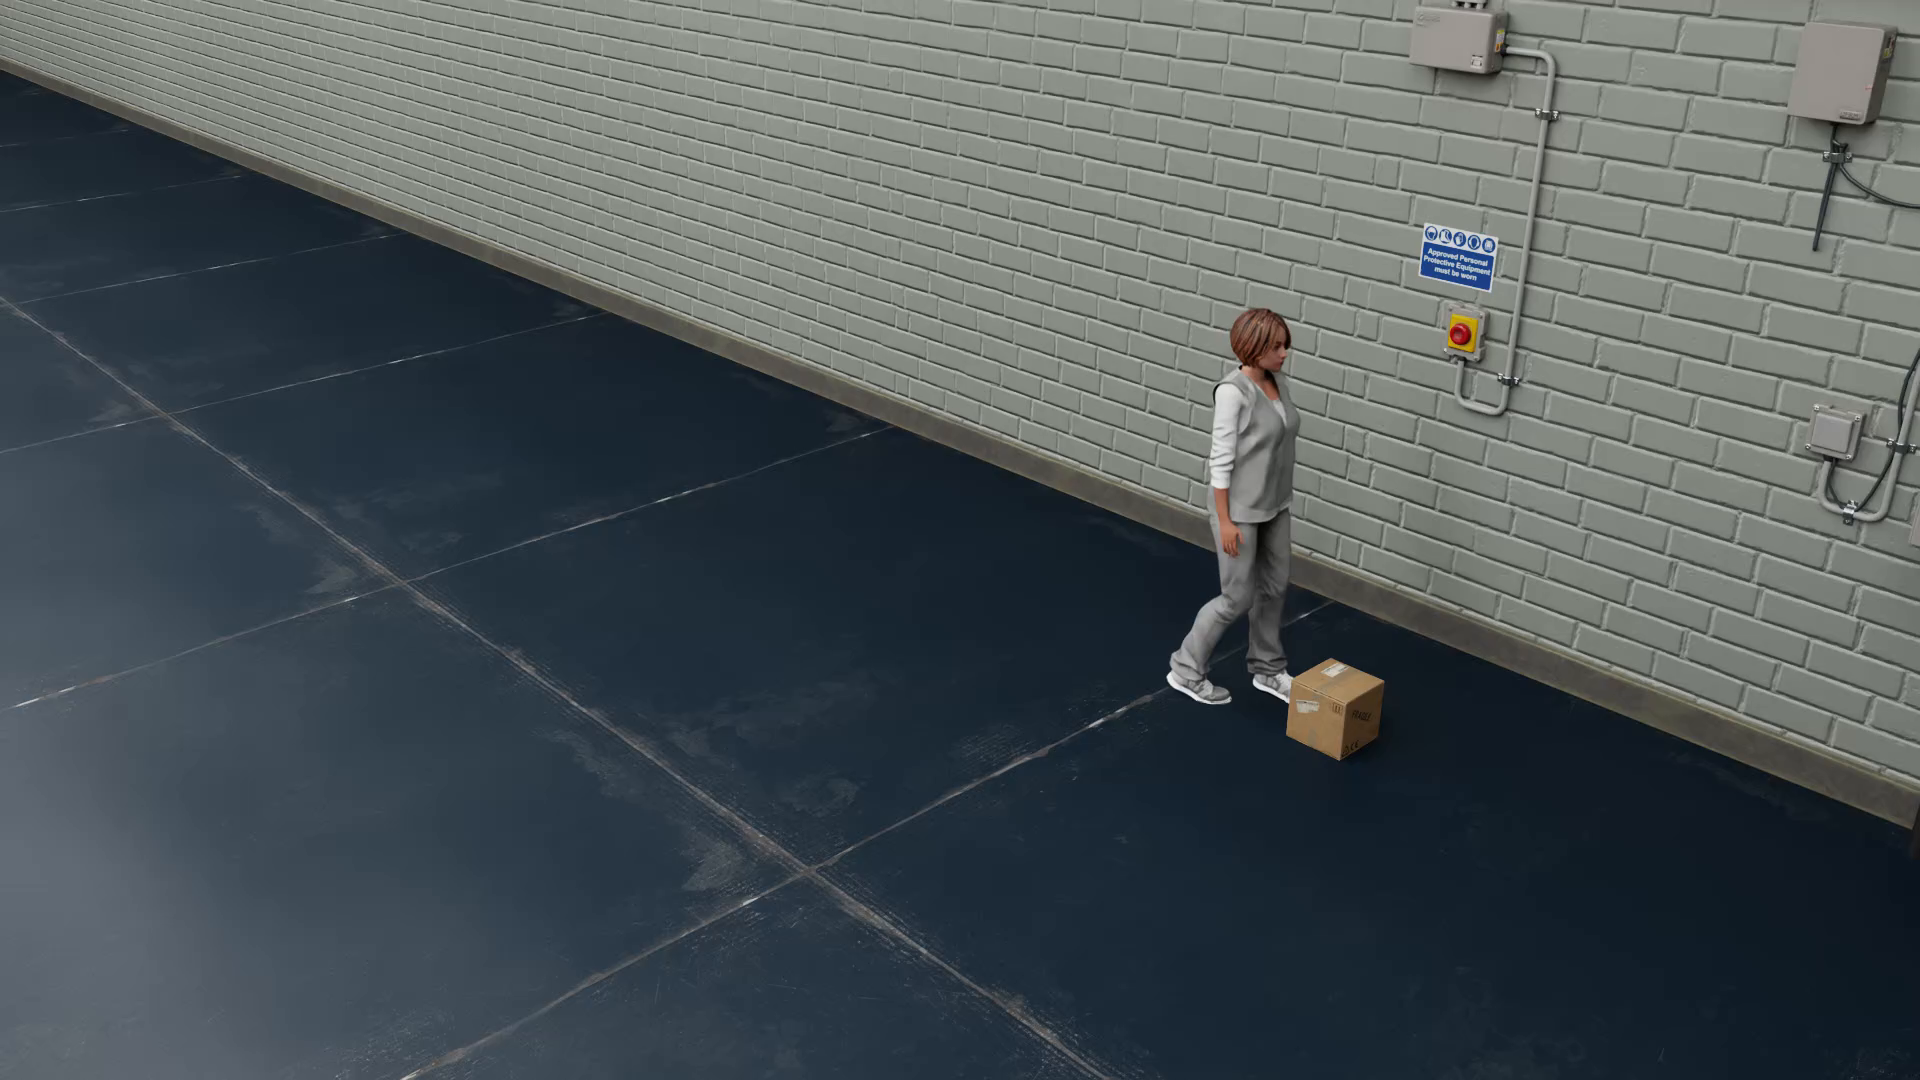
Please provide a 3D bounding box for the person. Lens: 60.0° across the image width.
[{"bbox_3d":[1.142,-0.095,6.344,0.505,1.612,0.435,20,31,37],"label":"person"}]
